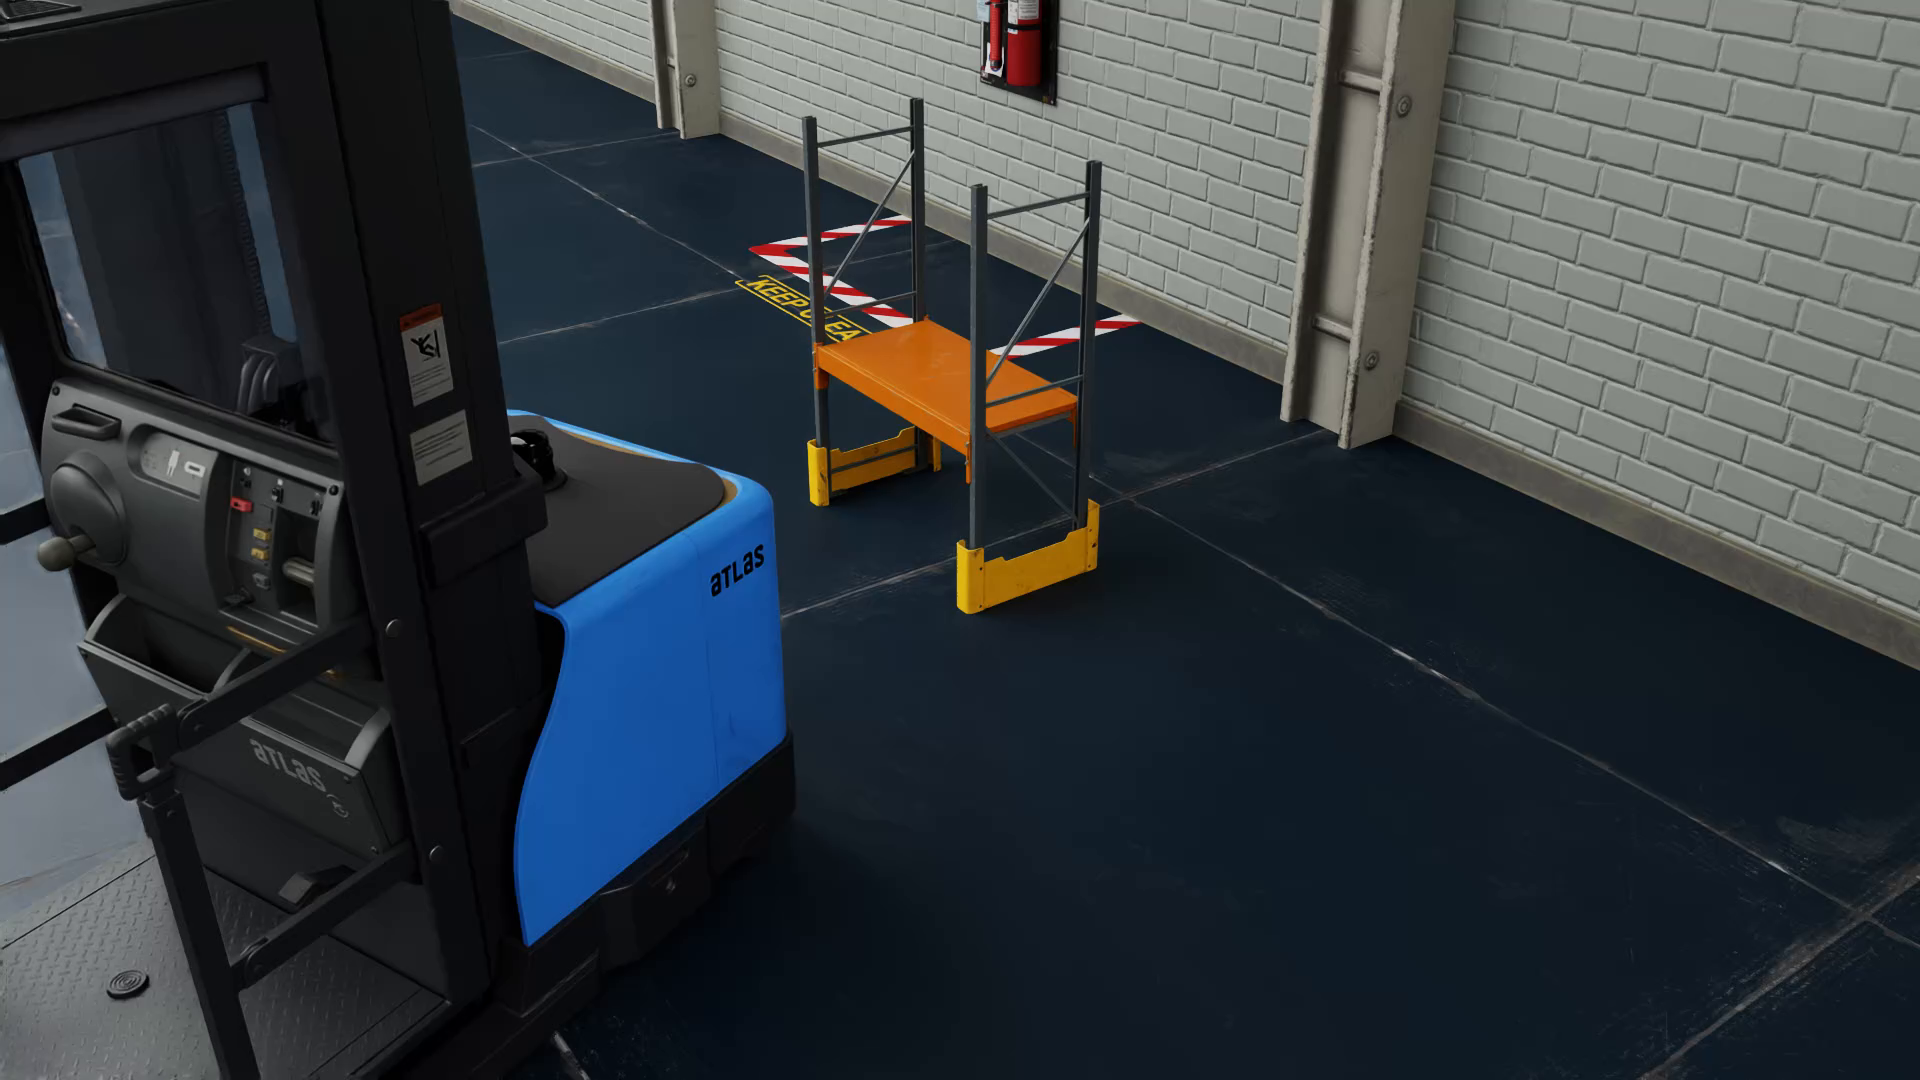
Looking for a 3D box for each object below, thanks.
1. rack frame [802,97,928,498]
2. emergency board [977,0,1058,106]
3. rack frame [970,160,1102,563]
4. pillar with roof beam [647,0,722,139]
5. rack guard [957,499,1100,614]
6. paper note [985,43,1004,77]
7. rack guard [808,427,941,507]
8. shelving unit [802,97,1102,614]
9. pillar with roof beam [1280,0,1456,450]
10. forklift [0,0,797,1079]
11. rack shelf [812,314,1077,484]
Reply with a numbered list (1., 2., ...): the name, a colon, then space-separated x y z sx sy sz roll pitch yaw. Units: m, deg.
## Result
1. rack frame: -0.344 -0.890 6.317 0.500 1.500 0.032 -19 34 -31
2. emergency board: 0.224 -2.785 8.235 0.194 1.169 0.643 -19 34 -31
3. rack frame: 0.245 -0.495 5.589 0.500 1.500 0.032 -19 34 -31
4. pillar with roof beam: -5.361 -5.591 7.115 9.100 9.000 0.400 -19 34 -31
5. rack guard: 0.245 0.054 5.888 0.587 0.250 0.087 -19 34 -31
6. paper note: 0.177 -2.486 8.607 0.016 0.148 0.142 -19 34 -31
7. rack guard: -0.333 -0.333 6.601 0.587 0.250 0.087 -19 34 -31
8. shelving unit: -0.044 -0.689 5.947 0.587 1.500 1.083 -19 34 -31
9. pillar with roof beam: -1.881 -3.258 2.820 9.100 9.000 0.400 -19 34 -31
10. forklift: -1.675 -0.016 3.209 1.130 2.935 3.031 17 33 28
11. rack shelf: -0.049 -0.534 6.039 0.538 0.185 1.000 -19 34 -31
